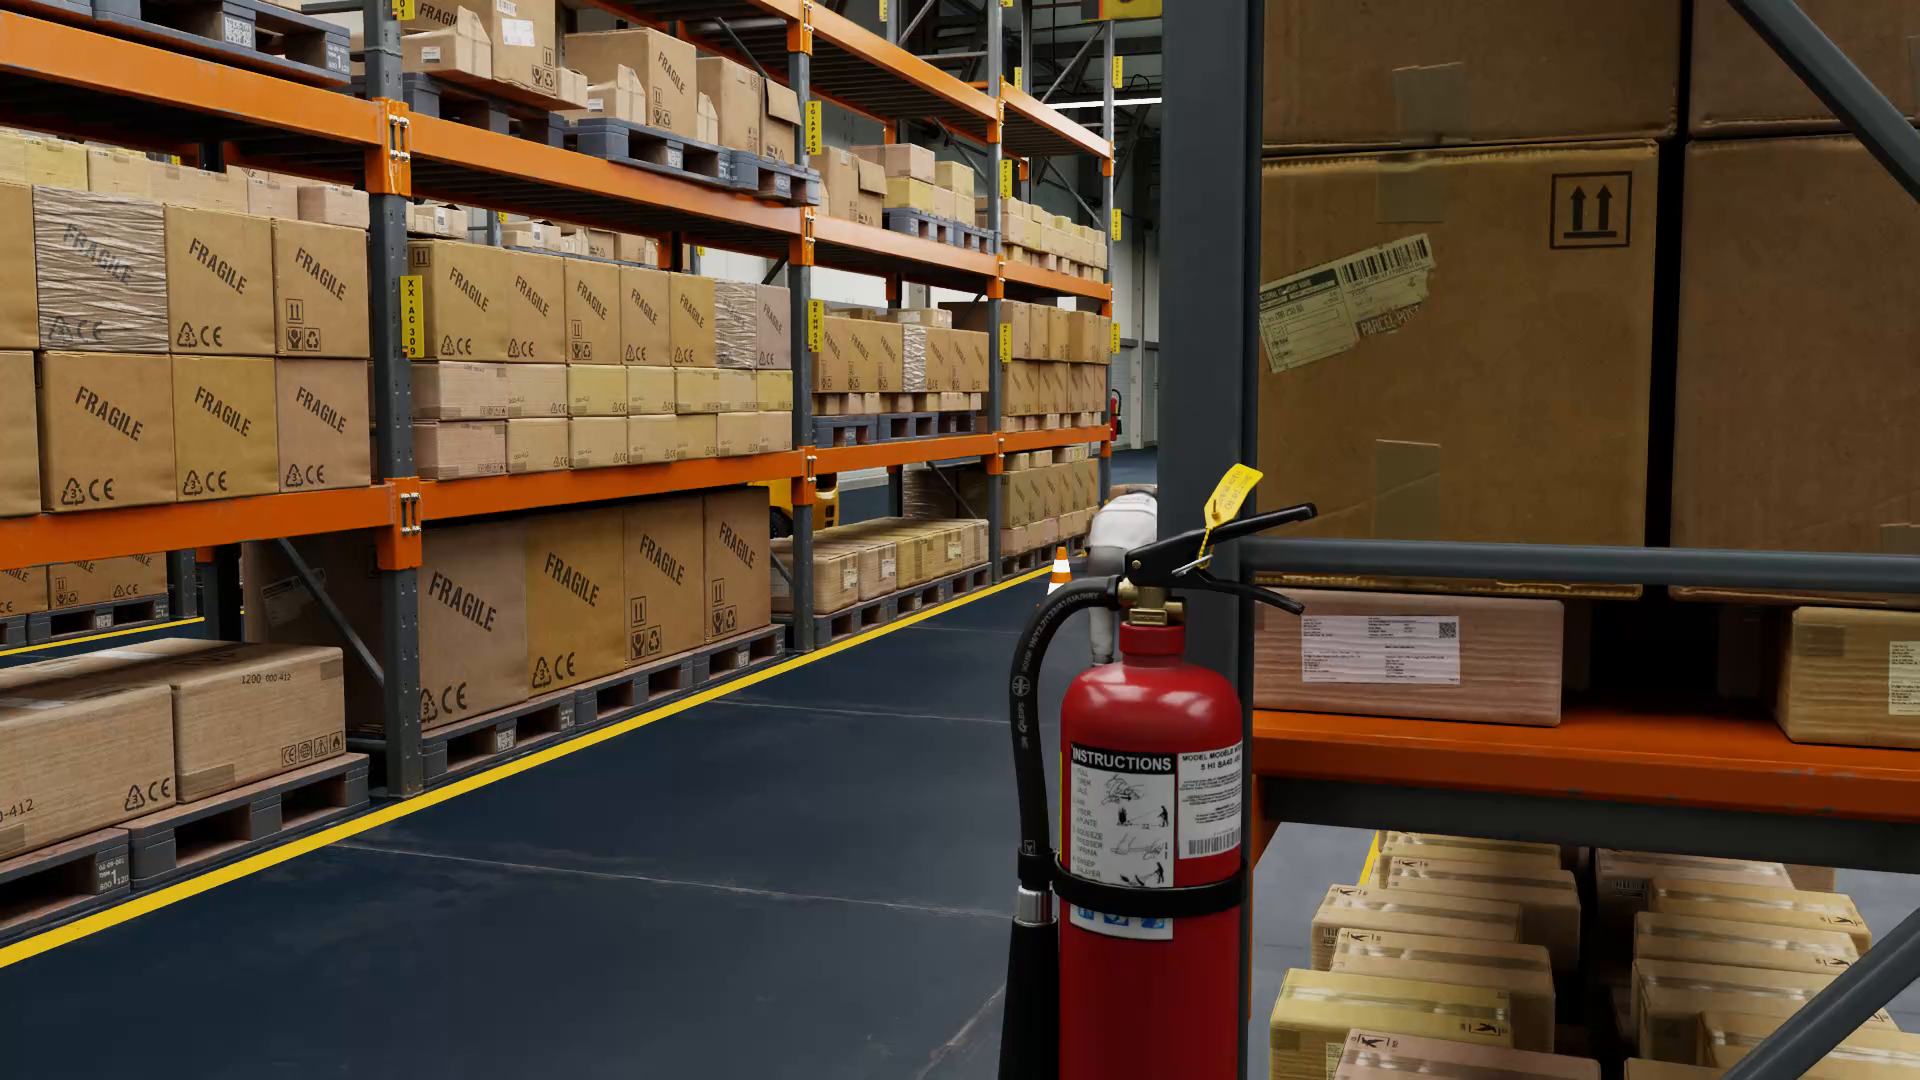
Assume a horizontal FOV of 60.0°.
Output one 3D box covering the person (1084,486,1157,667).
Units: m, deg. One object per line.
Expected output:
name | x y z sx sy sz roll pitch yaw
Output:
person | 1.057 0.226 10.217 0.528 1.077 1.033 1 5 16
